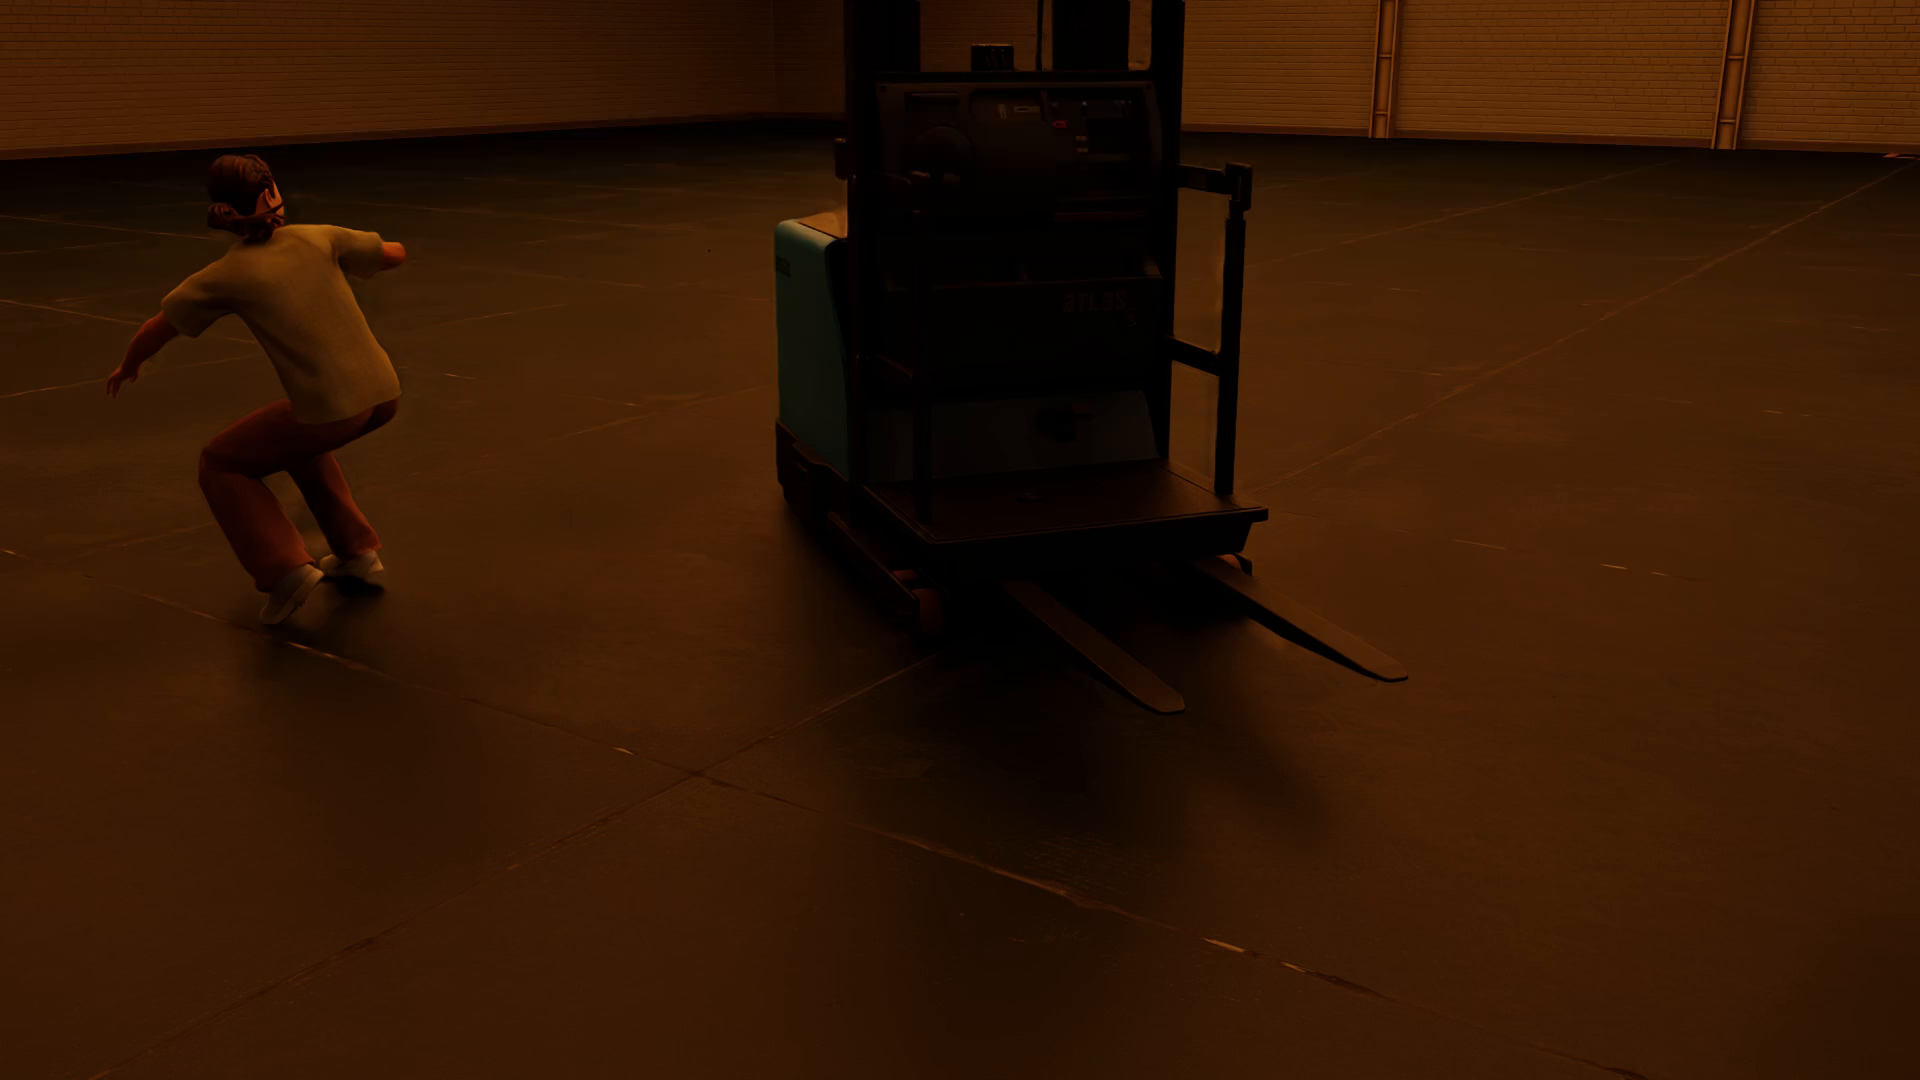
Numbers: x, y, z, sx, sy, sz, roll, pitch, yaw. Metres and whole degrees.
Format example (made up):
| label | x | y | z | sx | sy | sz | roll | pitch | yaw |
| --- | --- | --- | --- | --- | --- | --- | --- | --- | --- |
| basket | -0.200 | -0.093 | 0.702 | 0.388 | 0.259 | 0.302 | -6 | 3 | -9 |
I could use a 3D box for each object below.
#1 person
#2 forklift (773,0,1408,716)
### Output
| label | x | y | z | sx | sy | sz | roll | pitch | yaw |
| --- | --- | --- | --- | --- | --- | --- | --- | --- | --- |
| person | -2.024 | -0.406 | 5.076 | 0.564 | 1.097 | 0.593 | 10 | 19 | 30 |
| forklift | 0.266 | -1.231 | 4.950 | 1.130 | 2.935 | 3.031 | -6 | 18 | -19 |
